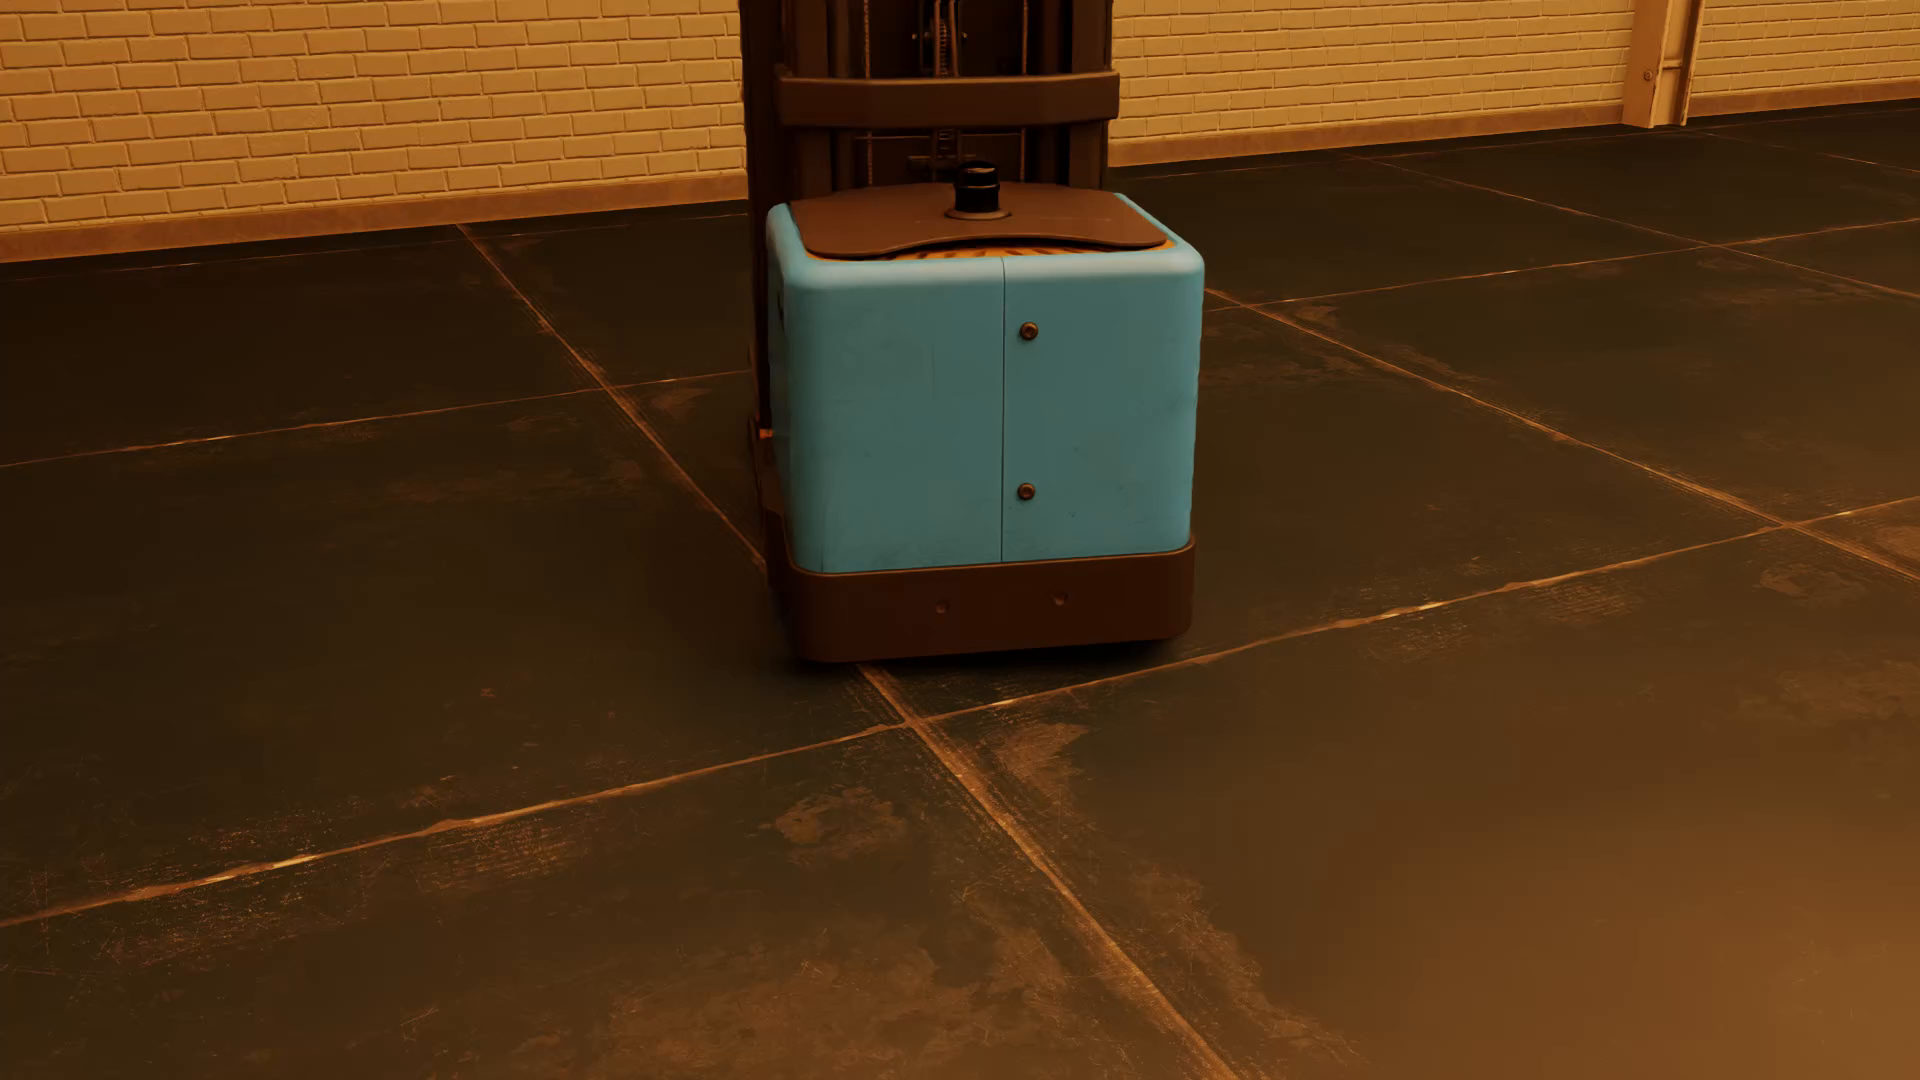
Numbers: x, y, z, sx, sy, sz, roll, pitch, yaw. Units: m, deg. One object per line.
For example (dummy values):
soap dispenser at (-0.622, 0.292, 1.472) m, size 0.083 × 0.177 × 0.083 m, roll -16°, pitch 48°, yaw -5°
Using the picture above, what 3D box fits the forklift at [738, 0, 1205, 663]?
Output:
forklift at (-0.137, -1.577, 5.083) m, size 1.130 × 2.935 × 3.031 m, roll -4°, pitch 23°, yaw -9°
